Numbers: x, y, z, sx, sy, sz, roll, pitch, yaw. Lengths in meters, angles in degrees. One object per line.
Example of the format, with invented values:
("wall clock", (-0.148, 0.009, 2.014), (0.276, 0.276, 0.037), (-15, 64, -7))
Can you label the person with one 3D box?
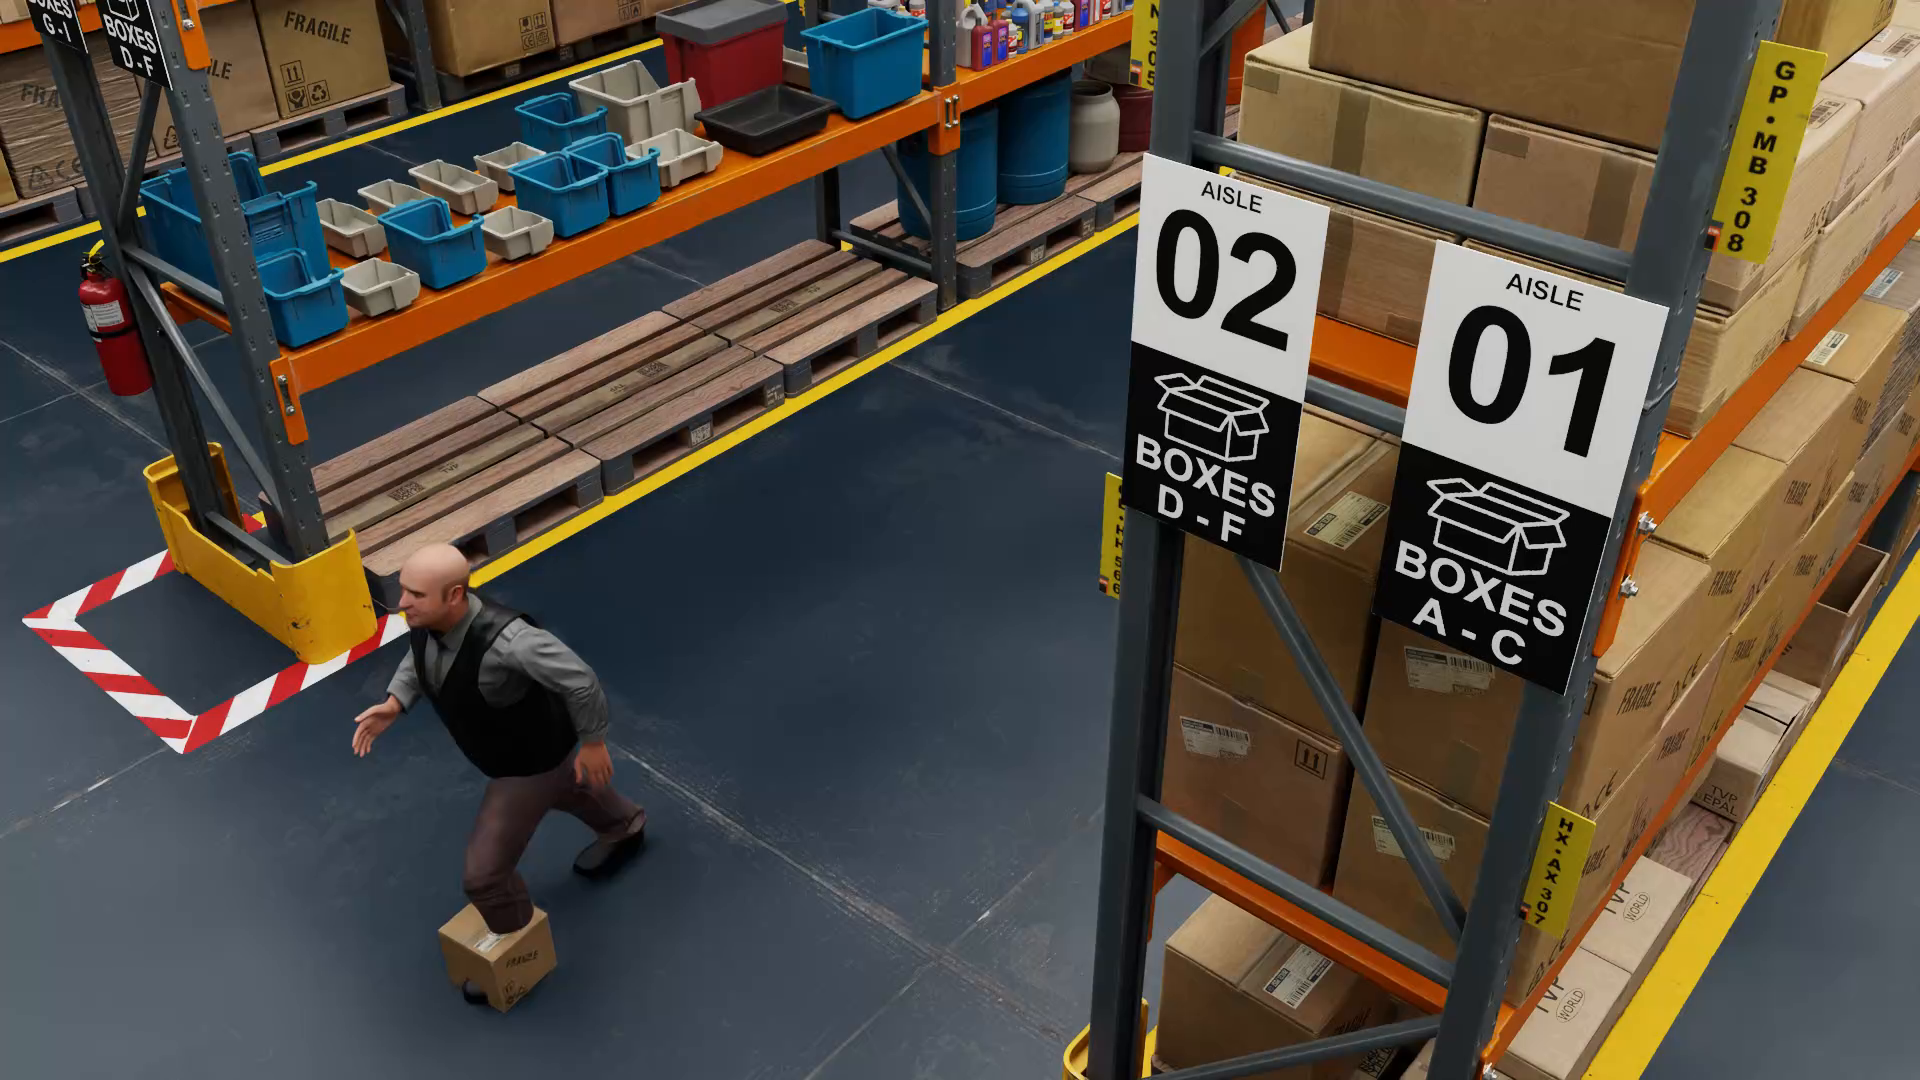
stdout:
("person", (-1.410, 0.636, 5.297), (0.936, 1.637, 0.663), (-28, 44, -34))
